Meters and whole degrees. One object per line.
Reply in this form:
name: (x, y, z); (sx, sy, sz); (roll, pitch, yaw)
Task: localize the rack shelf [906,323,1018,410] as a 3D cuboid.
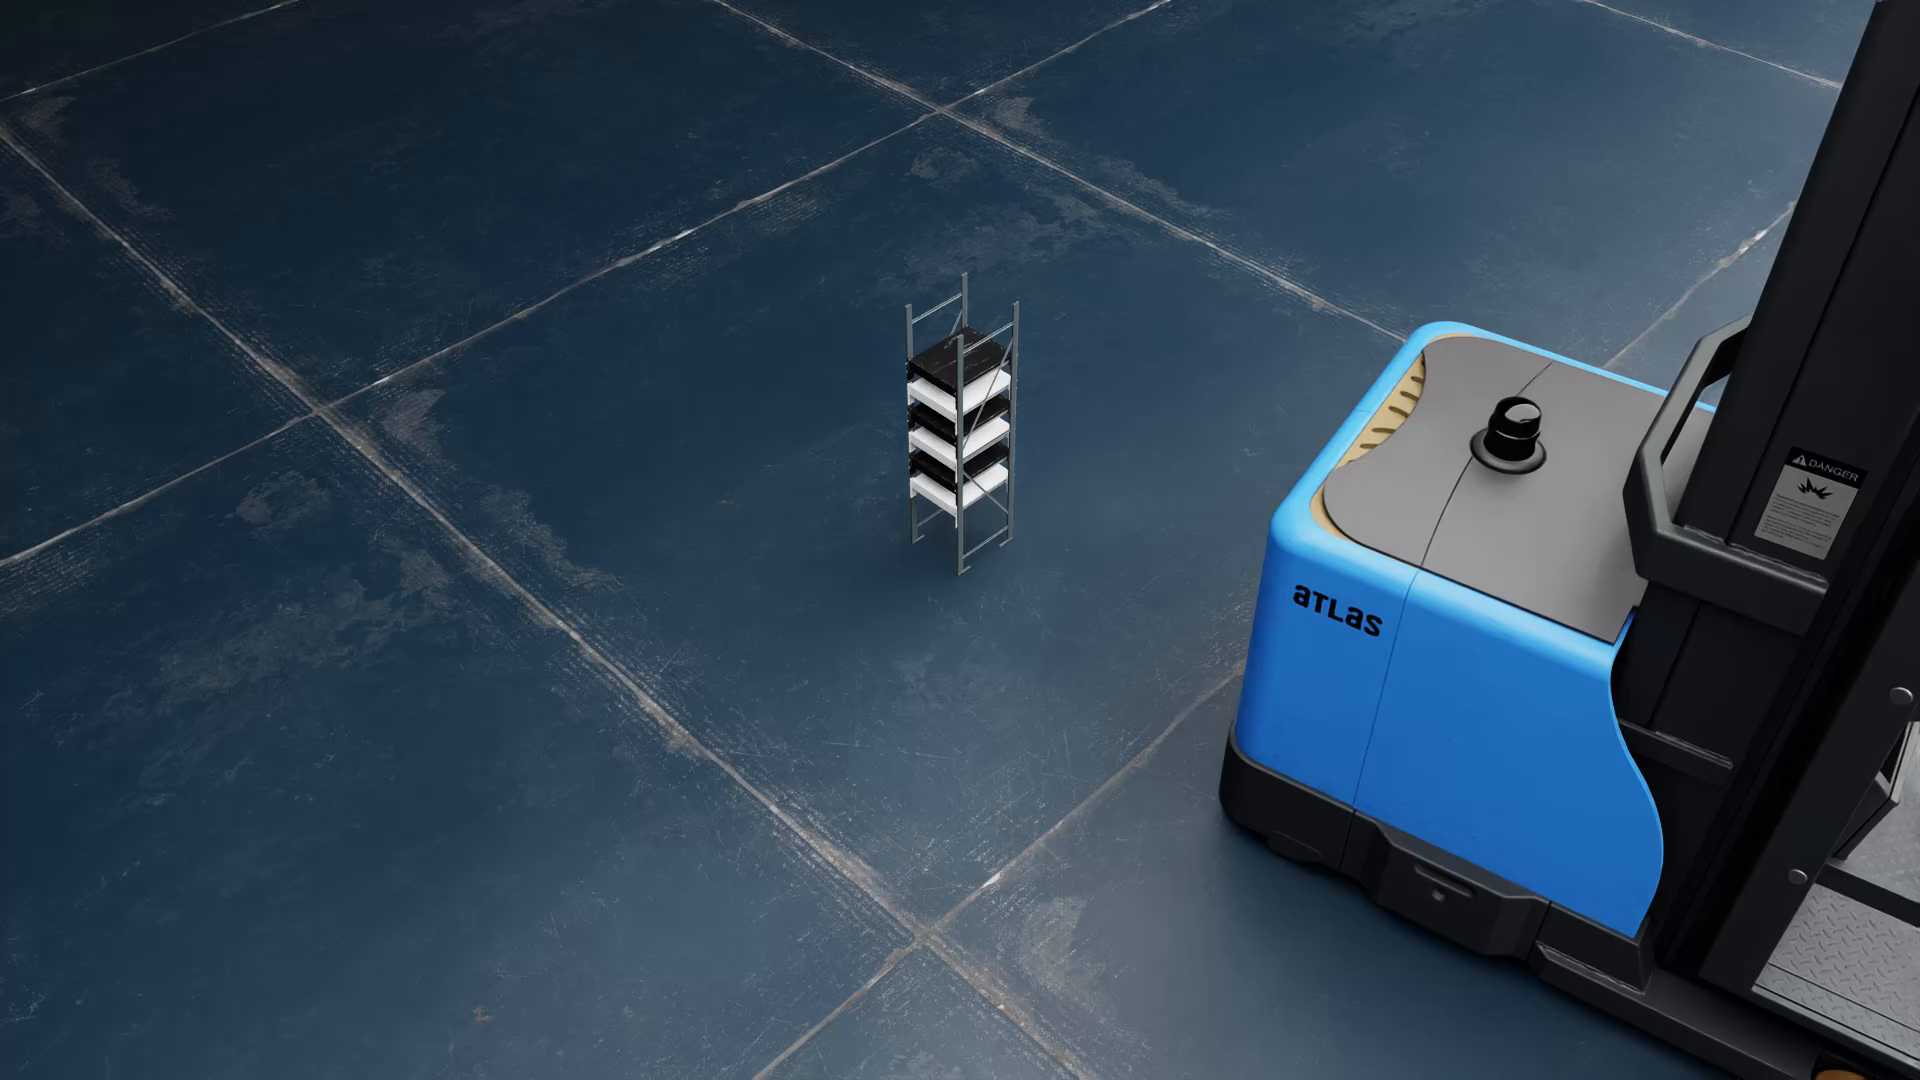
rack shelf: (0.006, -0.500, 4.780); (0.258, 0.077, 0.200); (-34, 53, -31)

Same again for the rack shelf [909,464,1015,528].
rack shelf: (0.006, -0.170, 5.085); (0.258, 0.077, 0.200); (-34, 53, -31)

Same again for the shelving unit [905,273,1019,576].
shelving unit: (0.006, -0.327, 4.940); (0.258, 0.900, 0.210); (-34, 53, -31)

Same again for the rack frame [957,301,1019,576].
rack frame: (0.078, -0.278, 4.888); (0.240, 0.900, 0.006); (-34, 53, -31)

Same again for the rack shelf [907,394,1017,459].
rack shelf: (0.006, -0.368, 4.902); (0.258, 0.077, 0.200); (-34, 53, -31)

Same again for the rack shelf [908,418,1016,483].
rack shelf: (0.006, -0.302, 4.963); (0.258, 0.077, 0.200); (-34, 53, -31)

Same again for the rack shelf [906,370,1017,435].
rack shelf: (0.006, -0.434, 4.841); (0.258, 0.077, 0.200); (-34, 53, -31)

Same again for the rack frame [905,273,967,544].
rack frame: (-0.066, -0.375, 4.993); (0.240, 0.900, 0.006); (-34, 53, -31)

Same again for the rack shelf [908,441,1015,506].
rack shelf: (0.006, -0.236, 5.024); (0.258, 0.077, 0.200); (-34, 53, -31)

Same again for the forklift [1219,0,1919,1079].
forklift: (2.201, -0.058, 3.153); (3.031, 2.935, 1.130); (24, 48, 24)
